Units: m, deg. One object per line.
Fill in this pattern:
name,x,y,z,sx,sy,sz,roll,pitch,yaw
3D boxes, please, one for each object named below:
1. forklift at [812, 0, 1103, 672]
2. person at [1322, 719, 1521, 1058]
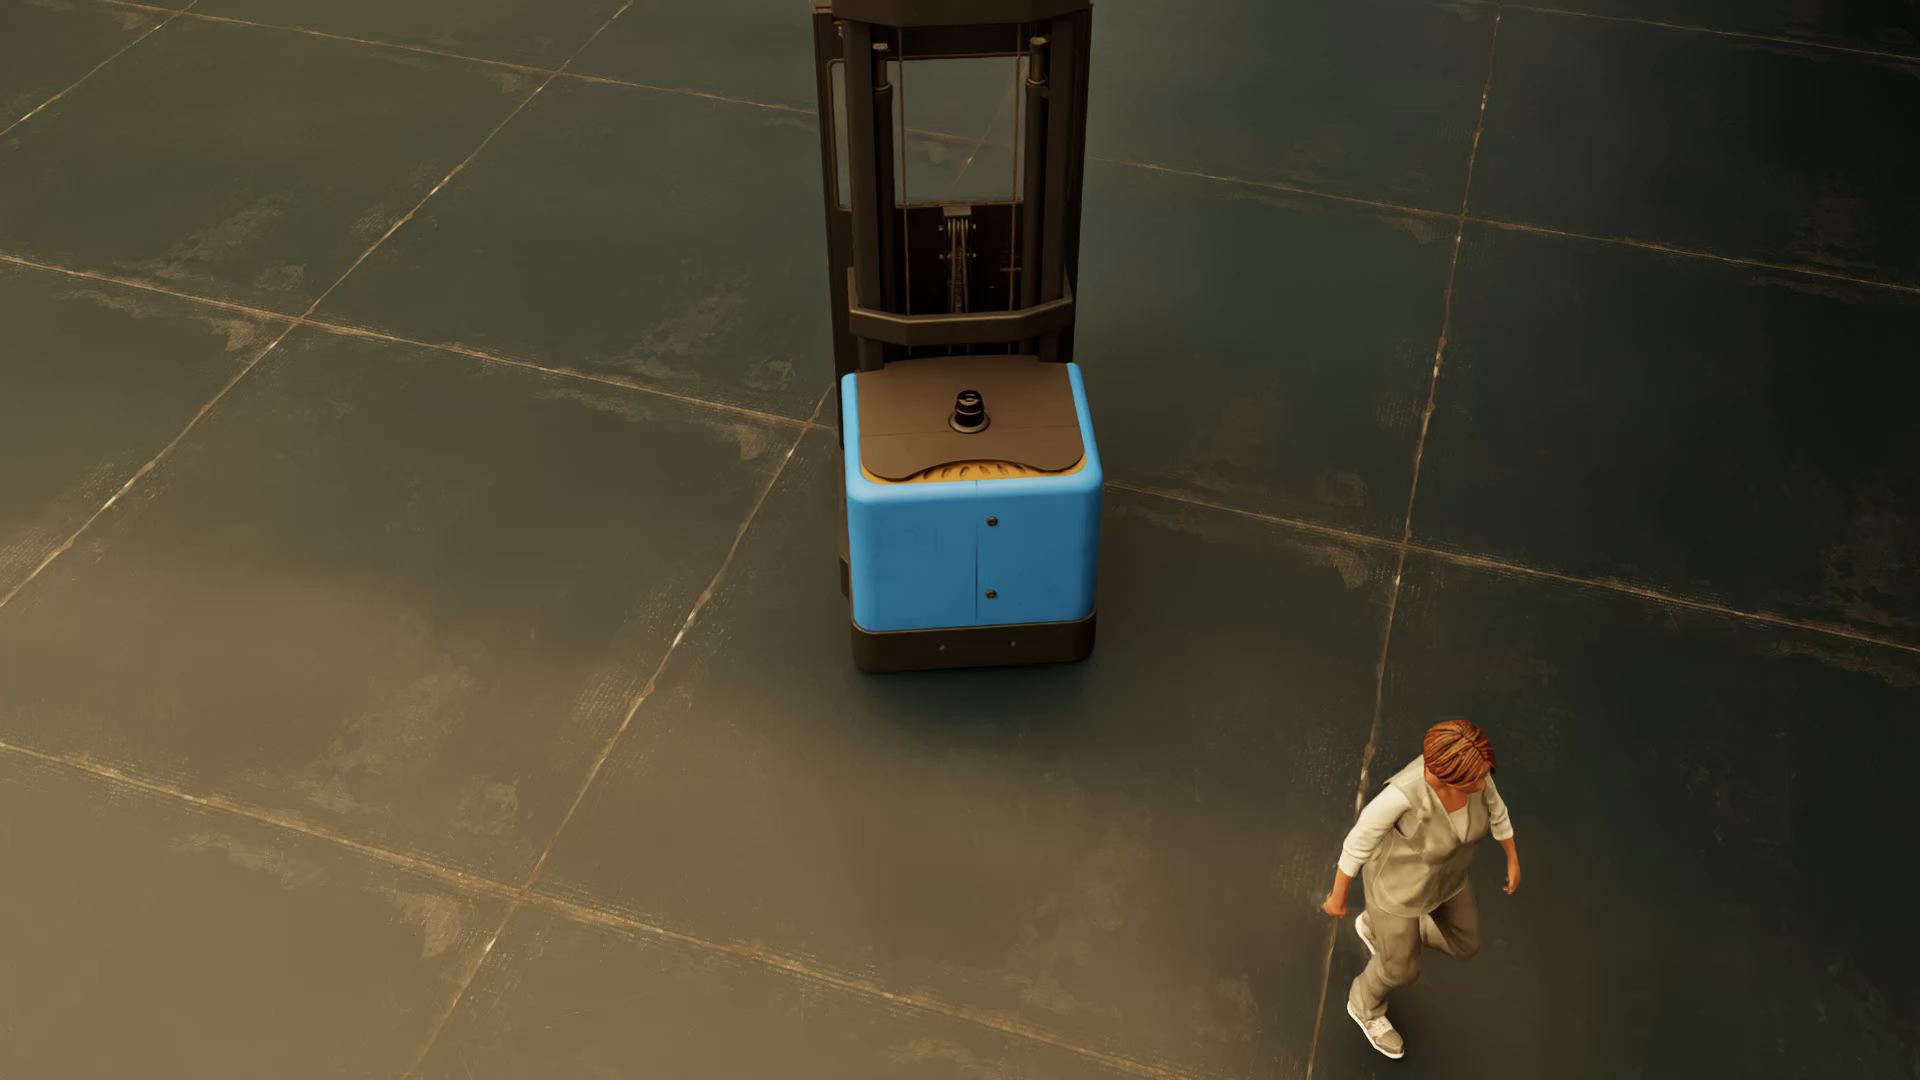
forklift,-0.050,-1.503,7.305,1.130,2.935,3.031,-3,43,-3
person,1.496,1.115,5.488,0.600,1.579,0.443,-24,48,-24
